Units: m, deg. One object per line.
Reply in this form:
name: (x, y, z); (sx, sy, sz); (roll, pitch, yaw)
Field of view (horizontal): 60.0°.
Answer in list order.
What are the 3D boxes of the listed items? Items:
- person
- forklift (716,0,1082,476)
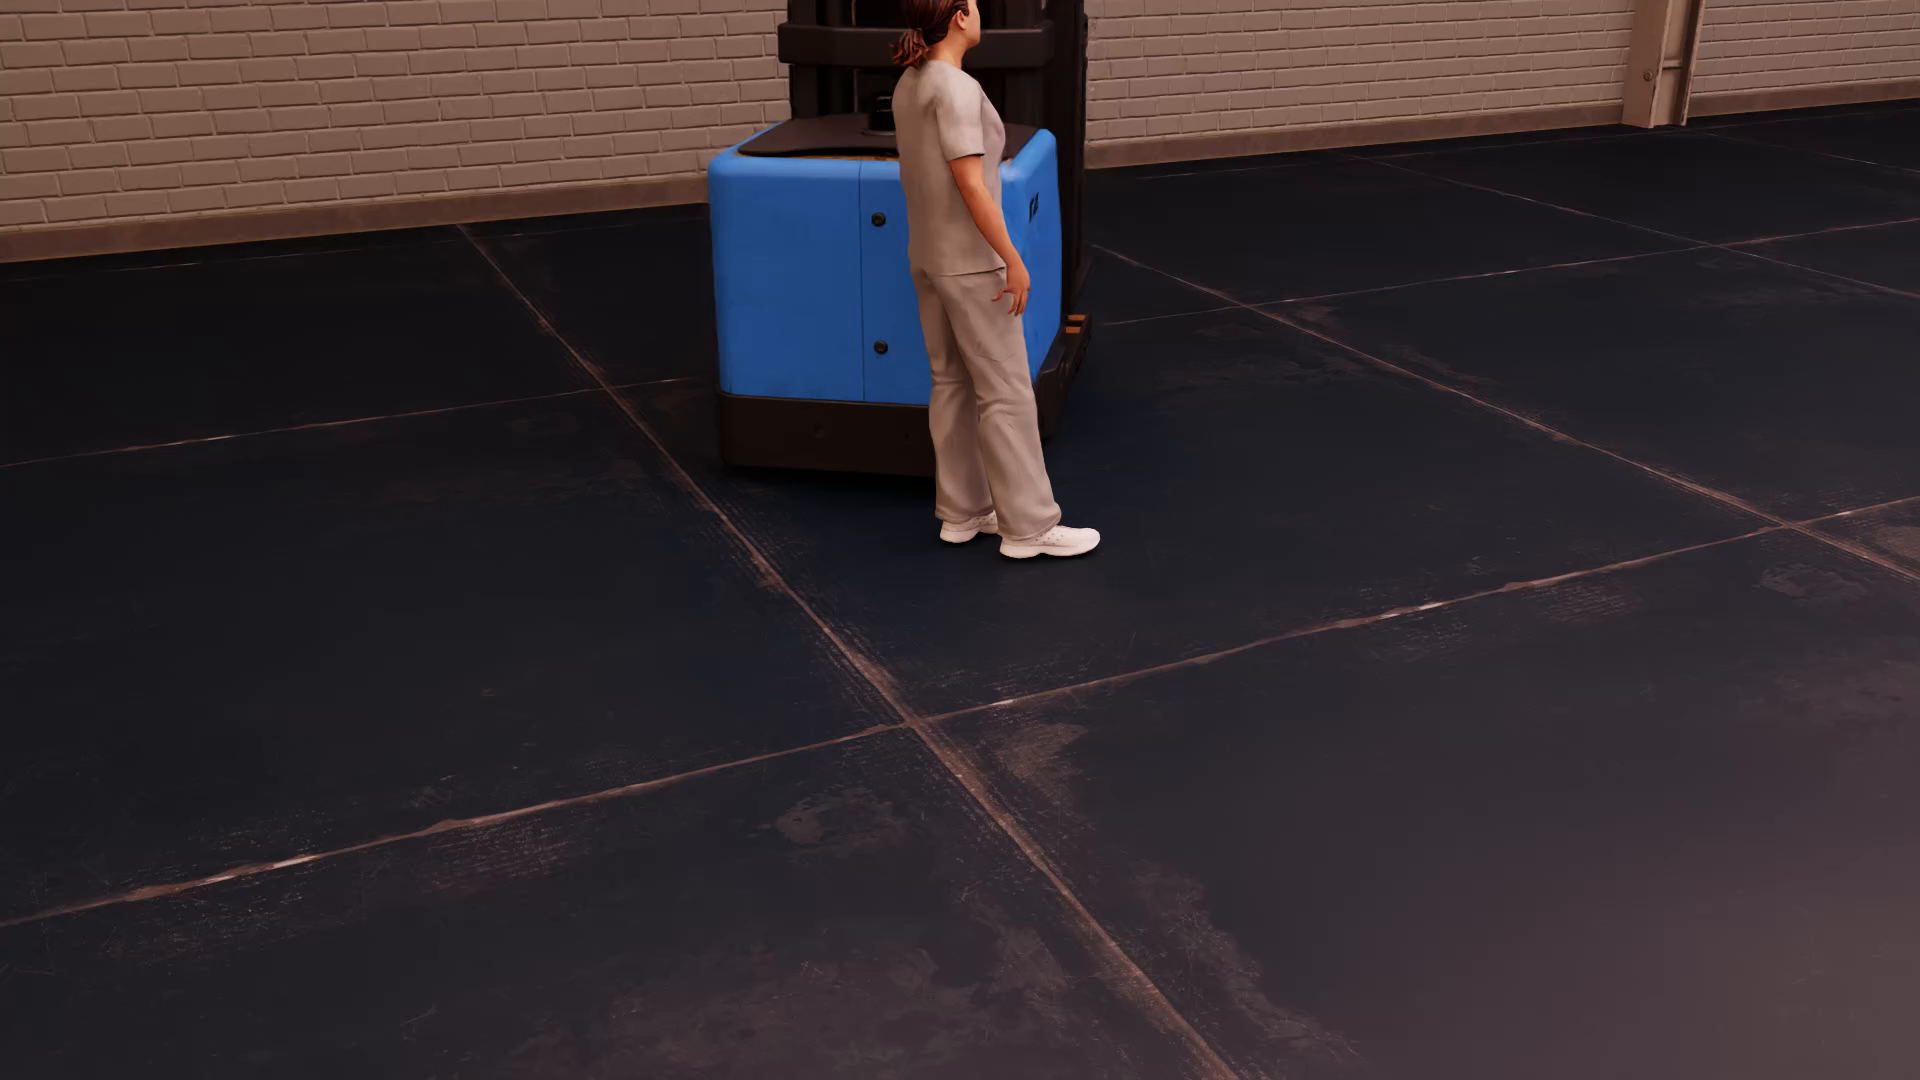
person: (0.073, -0.788, 4.800); (0.548, 1.672, 0.549); (-10, 25, -23)
forklift: (-0.078, -2.079, 6.291); (1.130, 2.935, 3.031); (3, 23, 7)
